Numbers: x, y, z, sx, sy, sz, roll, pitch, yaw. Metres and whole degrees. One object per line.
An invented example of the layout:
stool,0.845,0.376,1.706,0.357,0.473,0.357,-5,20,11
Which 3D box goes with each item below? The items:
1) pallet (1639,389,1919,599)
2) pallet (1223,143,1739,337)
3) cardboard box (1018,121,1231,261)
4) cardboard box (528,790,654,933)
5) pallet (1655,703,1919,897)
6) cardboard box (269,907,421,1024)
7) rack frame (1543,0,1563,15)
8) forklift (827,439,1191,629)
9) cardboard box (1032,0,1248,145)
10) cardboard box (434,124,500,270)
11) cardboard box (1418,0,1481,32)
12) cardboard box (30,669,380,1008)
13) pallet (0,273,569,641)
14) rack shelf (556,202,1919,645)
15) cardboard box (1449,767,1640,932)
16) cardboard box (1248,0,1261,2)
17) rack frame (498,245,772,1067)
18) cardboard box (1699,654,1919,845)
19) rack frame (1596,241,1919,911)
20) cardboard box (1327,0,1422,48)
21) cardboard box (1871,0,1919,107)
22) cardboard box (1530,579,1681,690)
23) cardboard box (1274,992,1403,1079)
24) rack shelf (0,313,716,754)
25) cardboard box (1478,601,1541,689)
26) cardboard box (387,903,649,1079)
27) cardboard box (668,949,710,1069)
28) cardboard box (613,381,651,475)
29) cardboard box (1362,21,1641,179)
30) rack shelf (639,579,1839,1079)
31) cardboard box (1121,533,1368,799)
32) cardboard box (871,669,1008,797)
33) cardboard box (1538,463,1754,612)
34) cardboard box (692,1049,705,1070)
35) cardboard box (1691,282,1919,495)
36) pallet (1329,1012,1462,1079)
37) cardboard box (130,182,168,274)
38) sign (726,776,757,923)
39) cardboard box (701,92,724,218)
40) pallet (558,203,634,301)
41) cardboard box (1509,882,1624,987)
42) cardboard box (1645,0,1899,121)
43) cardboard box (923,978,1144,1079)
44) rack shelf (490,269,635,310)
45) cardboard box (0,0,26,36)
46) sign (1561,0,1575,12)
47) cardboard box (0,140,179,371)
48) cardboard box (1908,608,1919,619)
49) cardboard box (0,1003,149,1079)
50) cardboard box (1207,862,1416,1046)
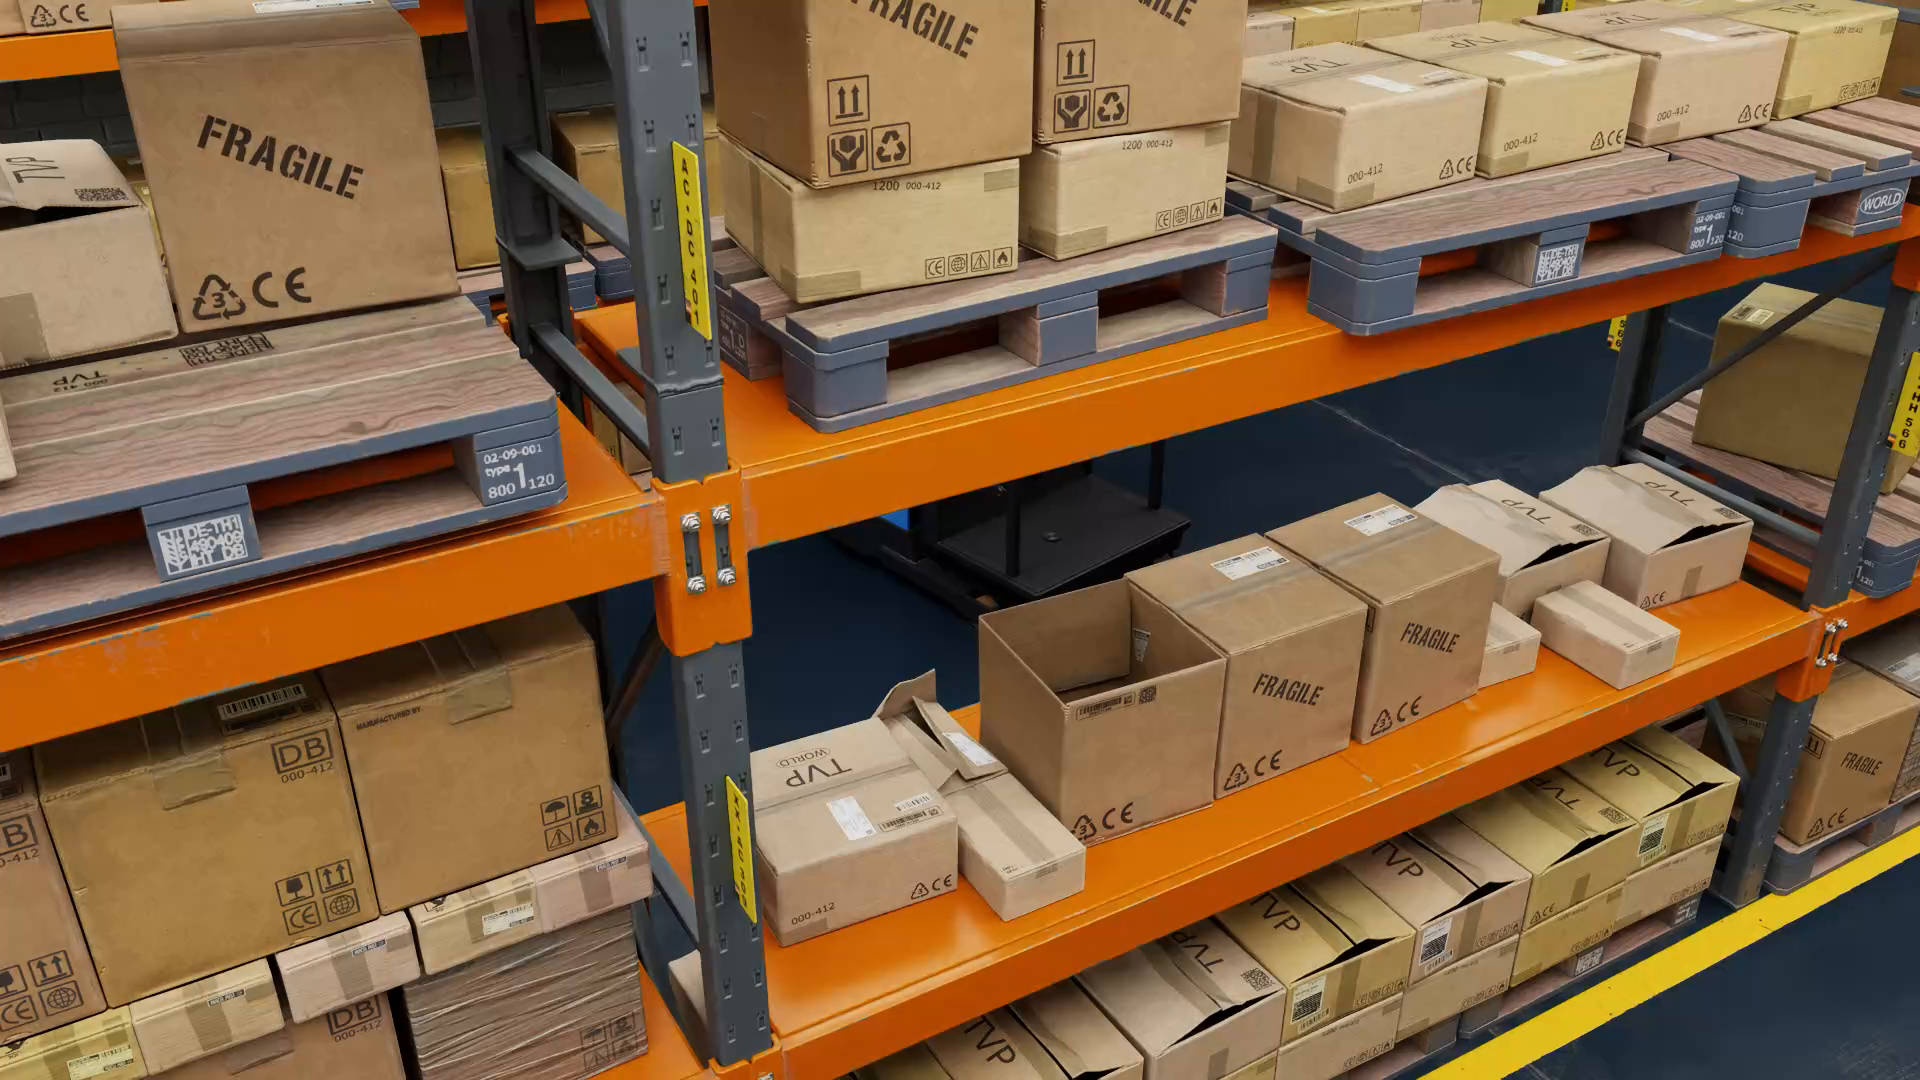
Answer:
pallet,3.257,-0.256,6.308,1.003,0.211,1.213,-16,33,-26
pallet,1.205,-0.897,4.362,1.213,0.211,1.003,-14,32,-24
cardboard box,0.267,-0.880,3.856,0.500,0.250,0.500,-19,34,-31
cardboard box,-0.867,0.662,3.671,0.250,0.149,0.380,-16,33,-26
pallet,3.371,0.909,6.885,1.213,0.211,1.003,-16,33,-26
cardboard box,-1.305,0.787,3.445,0.250,0.149,0.380,-17,33,-28
rack frame,3.644,-3.187,11.420,0.127,3.000,1.000,-16,33,-26
forklift,0.425,-1.061,7.639,1.130,2.935,3.031,-24,37,-36
cardboard box,0.290,-1.209,3.677,0.500,0.500,0.500,-13,31,-22
cardboard box,-2.312,-1.709,8.184,0.500,0.500,0.700,-12,31,-21
cardboard box,2.925,-3.356,10.518,0.500,0.250,0.500,-15,32,-25
cardboard box,-1.555,0.458,3.370,0.500,0.500,0.700,-16,33,-26
pallet,-1.463,-0.221,3.033,1.213,0.211,1.003,-16,33,-26
rack shelf,0.984,-0.654,4.470,4.000,0.370,1.077,-16,33,-26
cardboard box,1.936,0.990,5.682,0.500,0.311,0.500,-16,33,-27
cardboard box,1.786,-3.312,10.439,0.500,0.250,0.500,-17,33,-27
rack frame,-0.741,0.834,4.134,0.127,3.000,1.000,-16,33,-26
cardboard box,3.245,0.764,6.392,0.500,0.500,0.500,-14,32,-24
rack frame,2.708,-0.145,5.908,0.127,3.000,1.000,-16,33,-26
cardboard box,2.485,-3.231,10.292,0.500,0.250,0.500,-15,32,-25
cardboard box,3.067,-1.623,5.378,0.500,0.500,0.910,-16,33,-26
cardboard box,2.072,0.300,5.361,0.250,0.149,0.380,-16,33,-26
cardboard box,1.058,1.482,5.371,0.500,0.250,0.500,-15,32,-25
rack shelf,-2.465,0.325,2.696,4.000,0.370,1.077,-16,33,-26
cardboard box,1.637,0.301,5.361,0.250,0.149,0.380,-13,32,-23
cardboard box,-1.120,0.902,3.908,0.500,0.500,0.700,-17,33,-28
cardboard box,-0.537,1.390,4.957,0.500,0.311,0.500,-16,33,-26
cardboard box,-1.747,-0.769,9.171,0.500,0.500,0.700,-15,32,-26
cardboard box,1.403,-1.171,4.383,0.500,0.250,0.500,-17,33,-27
rack shelf,0.984,0.660,5.195,4.000,0.370,1.077,-16,33,-26
cardboard box,0.816,0.358,4.894,0.500,0.500,0.500,-16,33,-26
cardboard box,-0.076,0.601,4.695,0.258,0.266,0.396,-17,33,-28
cardboard box,2.372,-0.035,5.801,0.500,0.311,0.500,-14,32,-23
cardboard box,-0.530,1.632,5.100,0.500,0.250,0.500,-16,33,-27
cardboard box,3.194,-0.574,6.147,0.700,0.500,0.500,22,36,34
pallet,0.928,1.558,5.709,1.213,0.211,1.003,-16,33,-26
cardboard box,-3.505,-1.255,7.279,0.500,0.500,0.500,-16,33,-26
sign,-0.458,0.651,3.487,0.005,0.325,0.100,-16,33,-26
cardboard box,-1.268,-2.011,8.730,0.500,0.500,0.700,-16,33,-26
pallet,-1.491,-1.622,8.783,1.213,0.211,1.003,-16,33,-26
cardboard box,1.935,1.233,5.822,0.500,0.250,0.500,-16,33,-27
cardboard box,2.345,-1.442,4.874,0.500,0.250,0.500,-19,34,-30
cardboard box,0.176,1.491,4.775,0.500,0.311,0.500,-16,33,-27
rack shelf,-1.529,-1.403,8.933,4.000,0.370,1.077,-16,33,-26
cardboard box,-4.006,-2.249,6.493,0.500,0.500,0.500,-19,34,-30
sign,3.927,-3.435,10.754,0.005,0.325,0.100,-16,33,-26
cardboard box,-1.774,-0.540,3.032,0.500,0.311,0.500,-18,34,-29
cardboard box,4.129,0.513,6.847,0.500,0.500,0.500,-16,33,-27
cardboard box,-1.745,0.911,3.221,0.250,0.149,0.380,-16,33,-27
cardboard box,1.066,1.234,5.240,0.500,0.311,0.500,-15,32,-25
